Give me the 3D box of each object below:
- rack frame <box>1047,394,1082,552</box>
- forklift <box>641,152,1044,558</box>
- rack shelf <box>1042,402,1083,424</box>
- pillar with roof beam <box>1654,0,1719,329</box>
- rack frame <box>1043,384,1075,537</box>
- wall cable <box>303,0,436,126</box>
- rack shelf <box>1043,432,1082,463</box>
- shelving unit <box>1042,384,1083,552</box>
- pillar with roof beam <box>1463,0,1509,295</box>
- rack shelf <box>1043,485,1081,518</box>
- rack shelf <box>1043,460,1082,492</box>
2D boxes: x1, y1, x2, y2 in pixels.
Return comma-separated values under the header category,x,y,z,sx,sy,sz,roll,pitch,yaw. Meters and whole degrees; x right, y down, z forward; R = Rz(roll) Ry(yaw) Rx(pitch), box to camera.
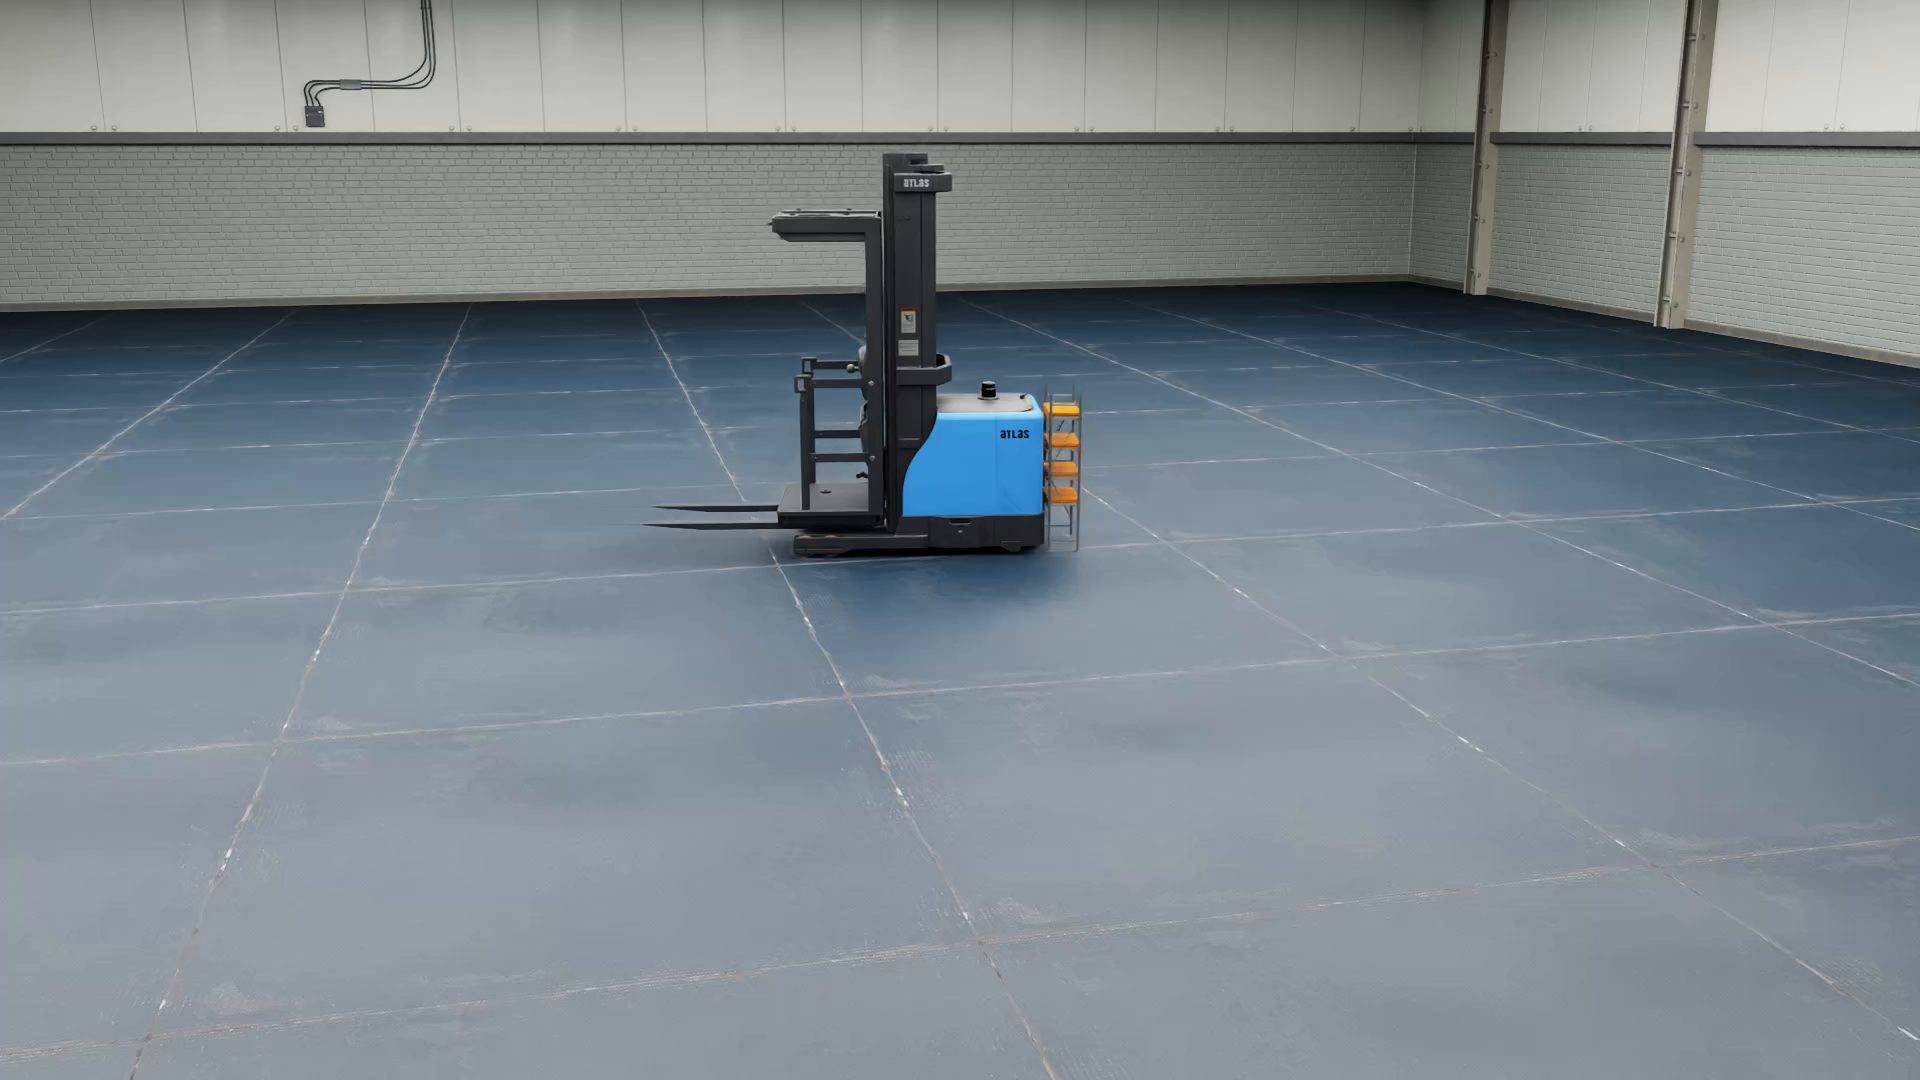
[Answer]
category,x,y,z,sx,sy,sz,roll,pitch,yaw
rack frame,0.782,-0.496,12.429,0.240,1.200,0.015,0,14,-2
forklift,-0.897,-1.419,12.560,3.031,2.935,1.130,-1,14,-2
rack shelf,0.773,-0.936,12.573,0.258,0.148,0.480,0,14,-2
pillar with roof beam,7.403,-7.611,25.121,9.100,9.000,0.400,-3,14,-13
rack frame,0.762,-0.612,12.903,0.240,1.200,0.015,0,14,-2
wall cable,-10.616,-10.411,29.413,2.305,6.003,0.169,-3,14,-13
rack shelf,0.773,-0.706,12.629,0.258,0.148,0.480,0,14,-2
shelving unit,0.772,-0.554,12.666,0.258,1.200,0.503,0,14,-2
pillar with roof beam,5.994,-8.996,30.786,9.100,9.000,0.400,-3,14,-13
rack shelf,0.771,-0.296,12.729,0.258,0.148,0.480,0,14,-2
rack shelf,0.772,-0.489,12.682,0.258,0.148,0.480,0,14,-2
